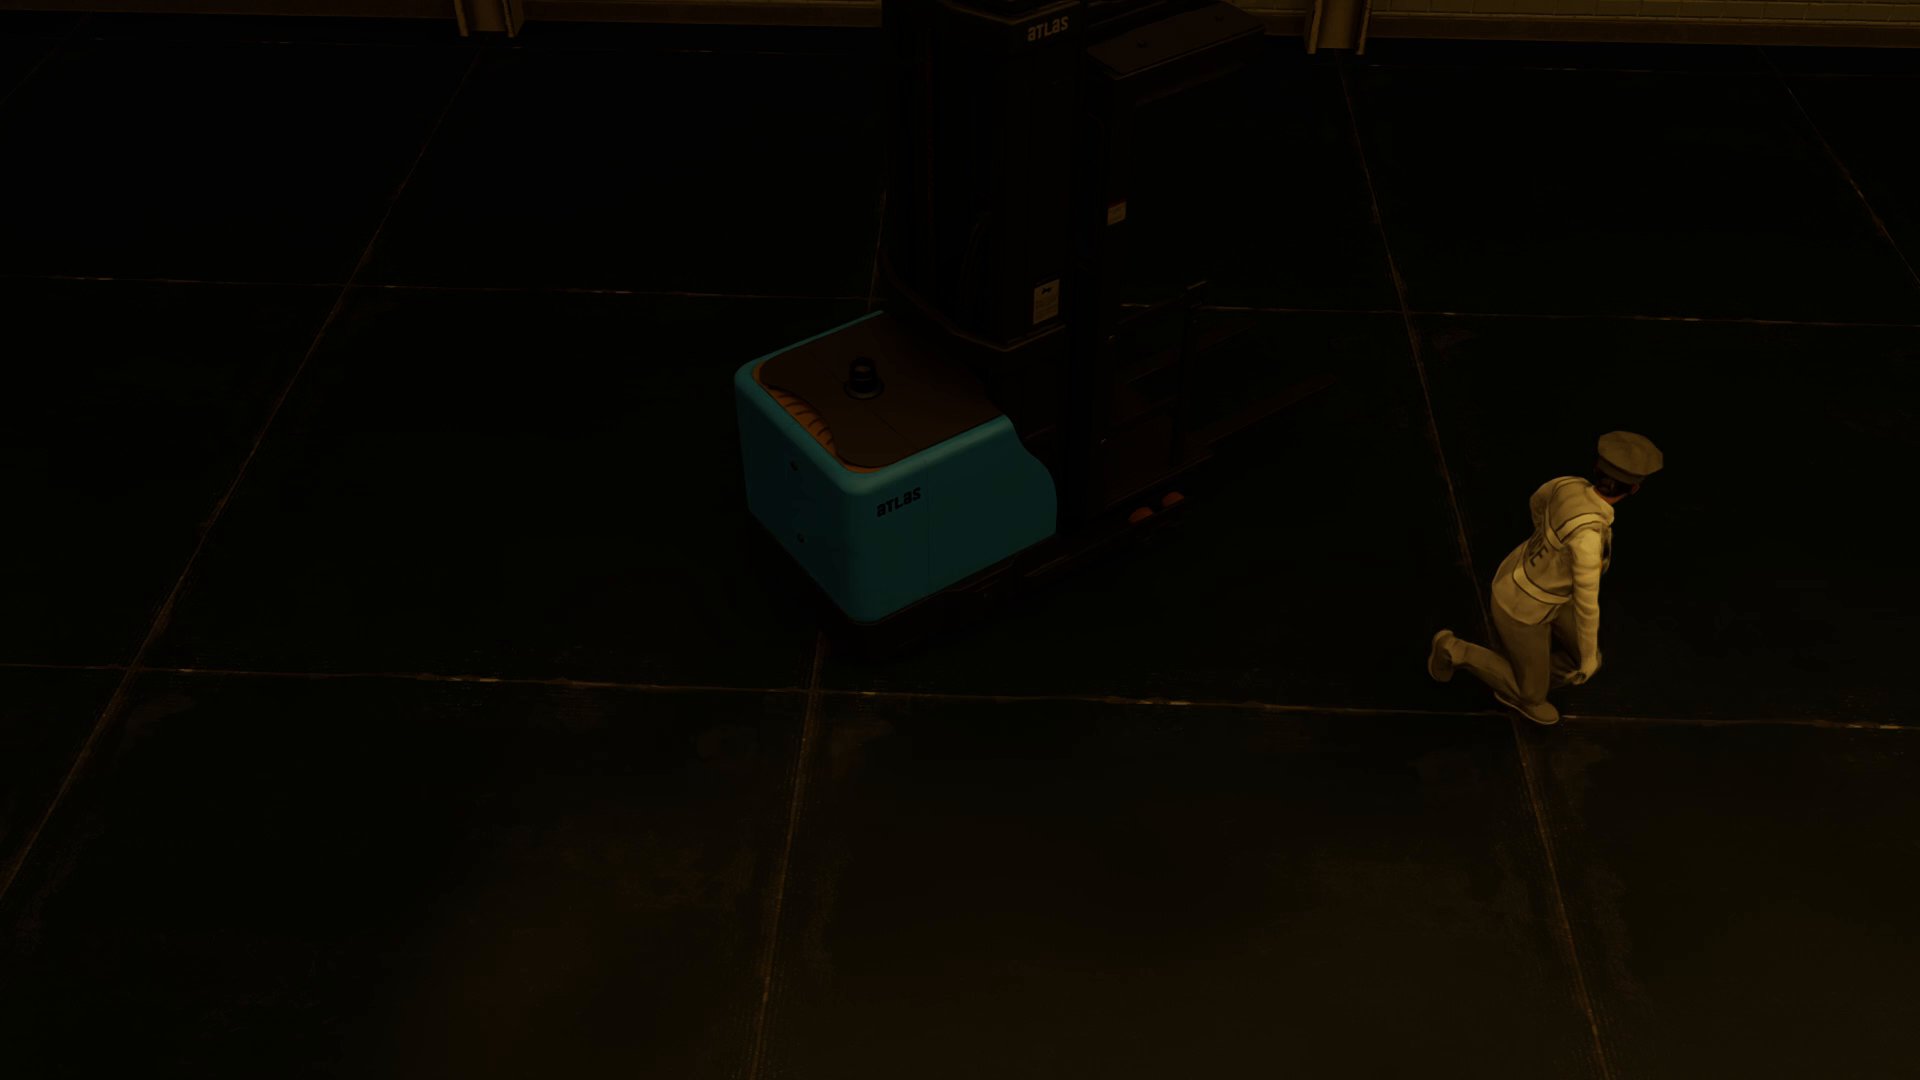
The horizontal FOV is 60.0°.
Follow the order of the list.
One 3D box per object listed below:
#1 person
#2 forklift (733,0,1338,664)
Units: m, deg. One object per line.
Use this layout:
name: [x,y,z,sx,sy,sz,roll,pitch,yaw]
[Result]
person: [2.331,0.158,6.682,0.666,1.456,0.635,22,47,22]
forklift: [0.506,-1.341,7.211,3.031,2.935,1.130,-26,48,-25]
